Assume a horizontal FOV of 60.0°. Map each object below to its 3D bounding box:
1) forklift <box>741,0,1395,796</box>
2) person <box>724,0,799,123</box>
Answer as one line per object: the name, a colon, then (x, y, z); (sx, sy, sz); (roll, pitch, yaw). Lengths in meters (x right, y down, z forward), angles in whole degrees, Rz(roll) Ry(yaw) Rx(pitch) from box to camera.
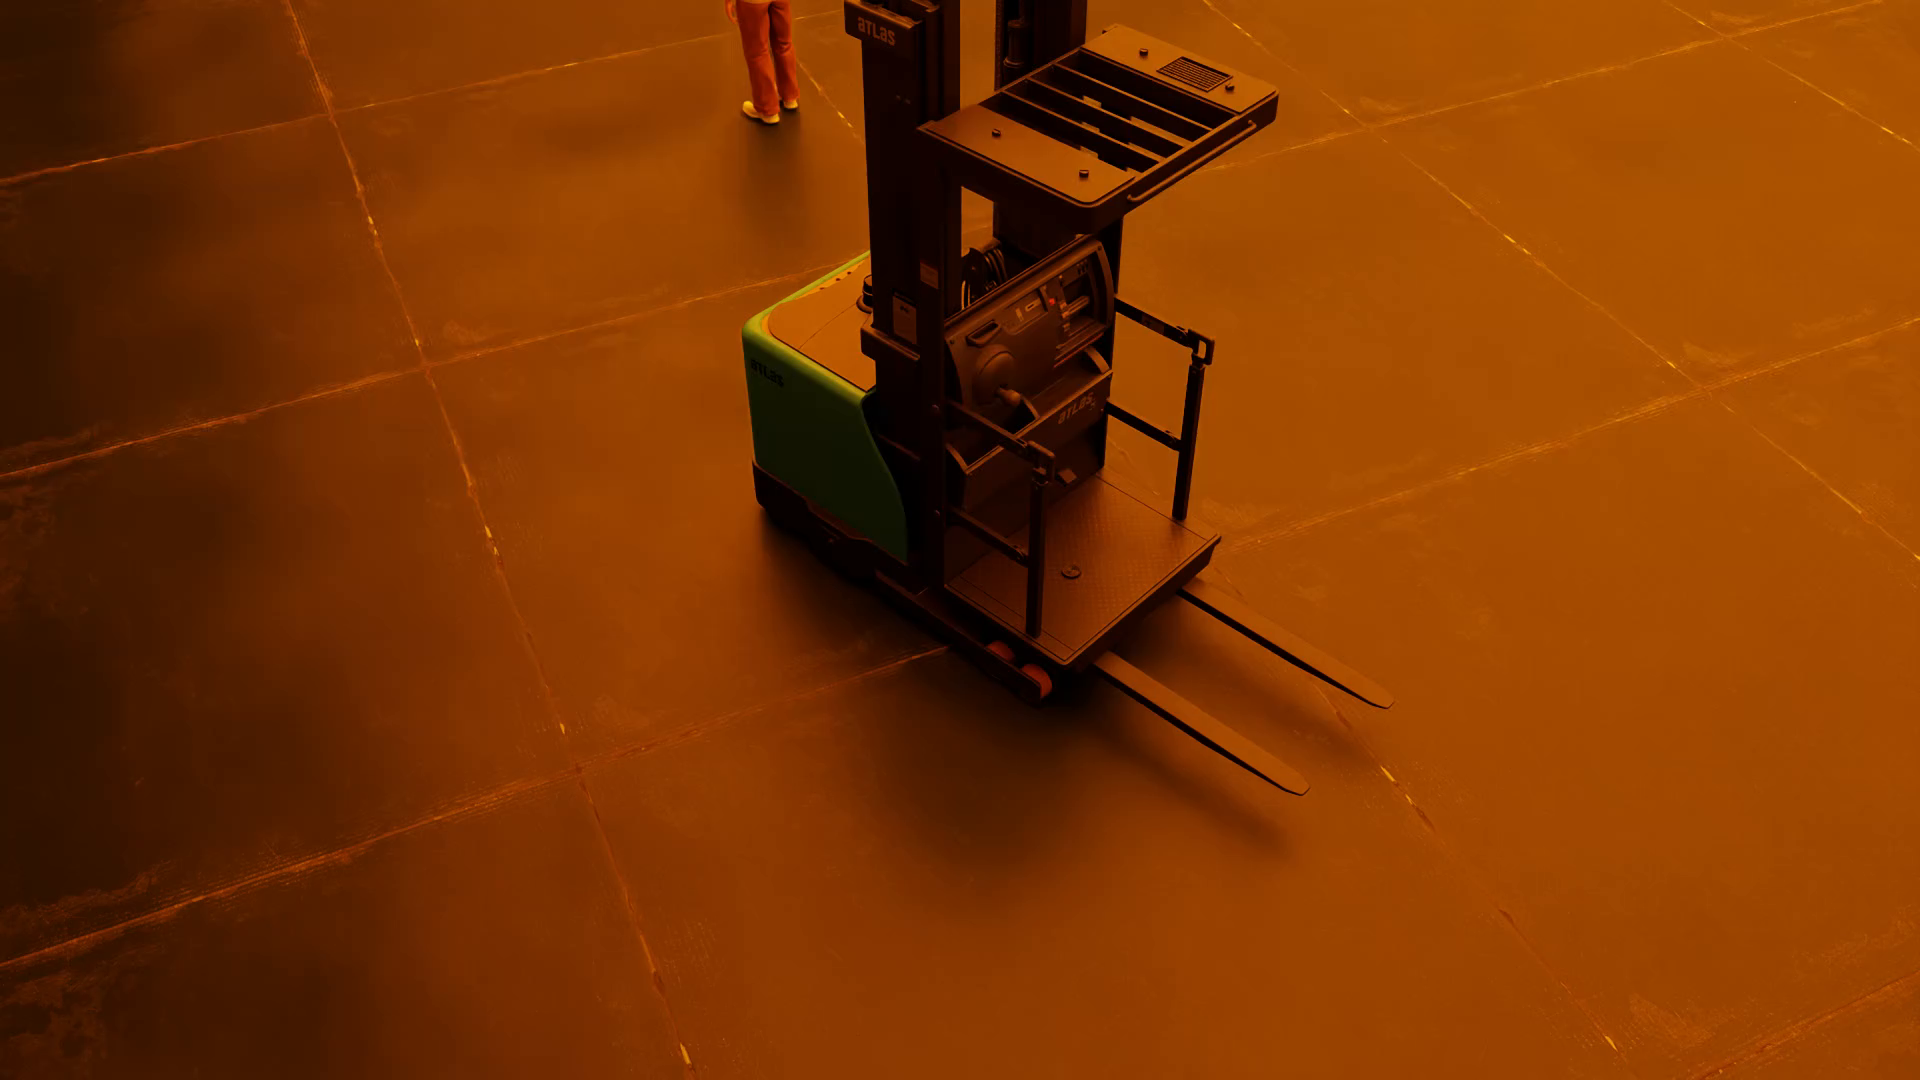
forklift: (0.445, -0.788, 6.525); (3.031, 2.935, 1.130); (32, 52, 30)
person: (-1.246, -3.353, 10.188); (0.538, 1.679, 0.533); (-27, 50, -26)
